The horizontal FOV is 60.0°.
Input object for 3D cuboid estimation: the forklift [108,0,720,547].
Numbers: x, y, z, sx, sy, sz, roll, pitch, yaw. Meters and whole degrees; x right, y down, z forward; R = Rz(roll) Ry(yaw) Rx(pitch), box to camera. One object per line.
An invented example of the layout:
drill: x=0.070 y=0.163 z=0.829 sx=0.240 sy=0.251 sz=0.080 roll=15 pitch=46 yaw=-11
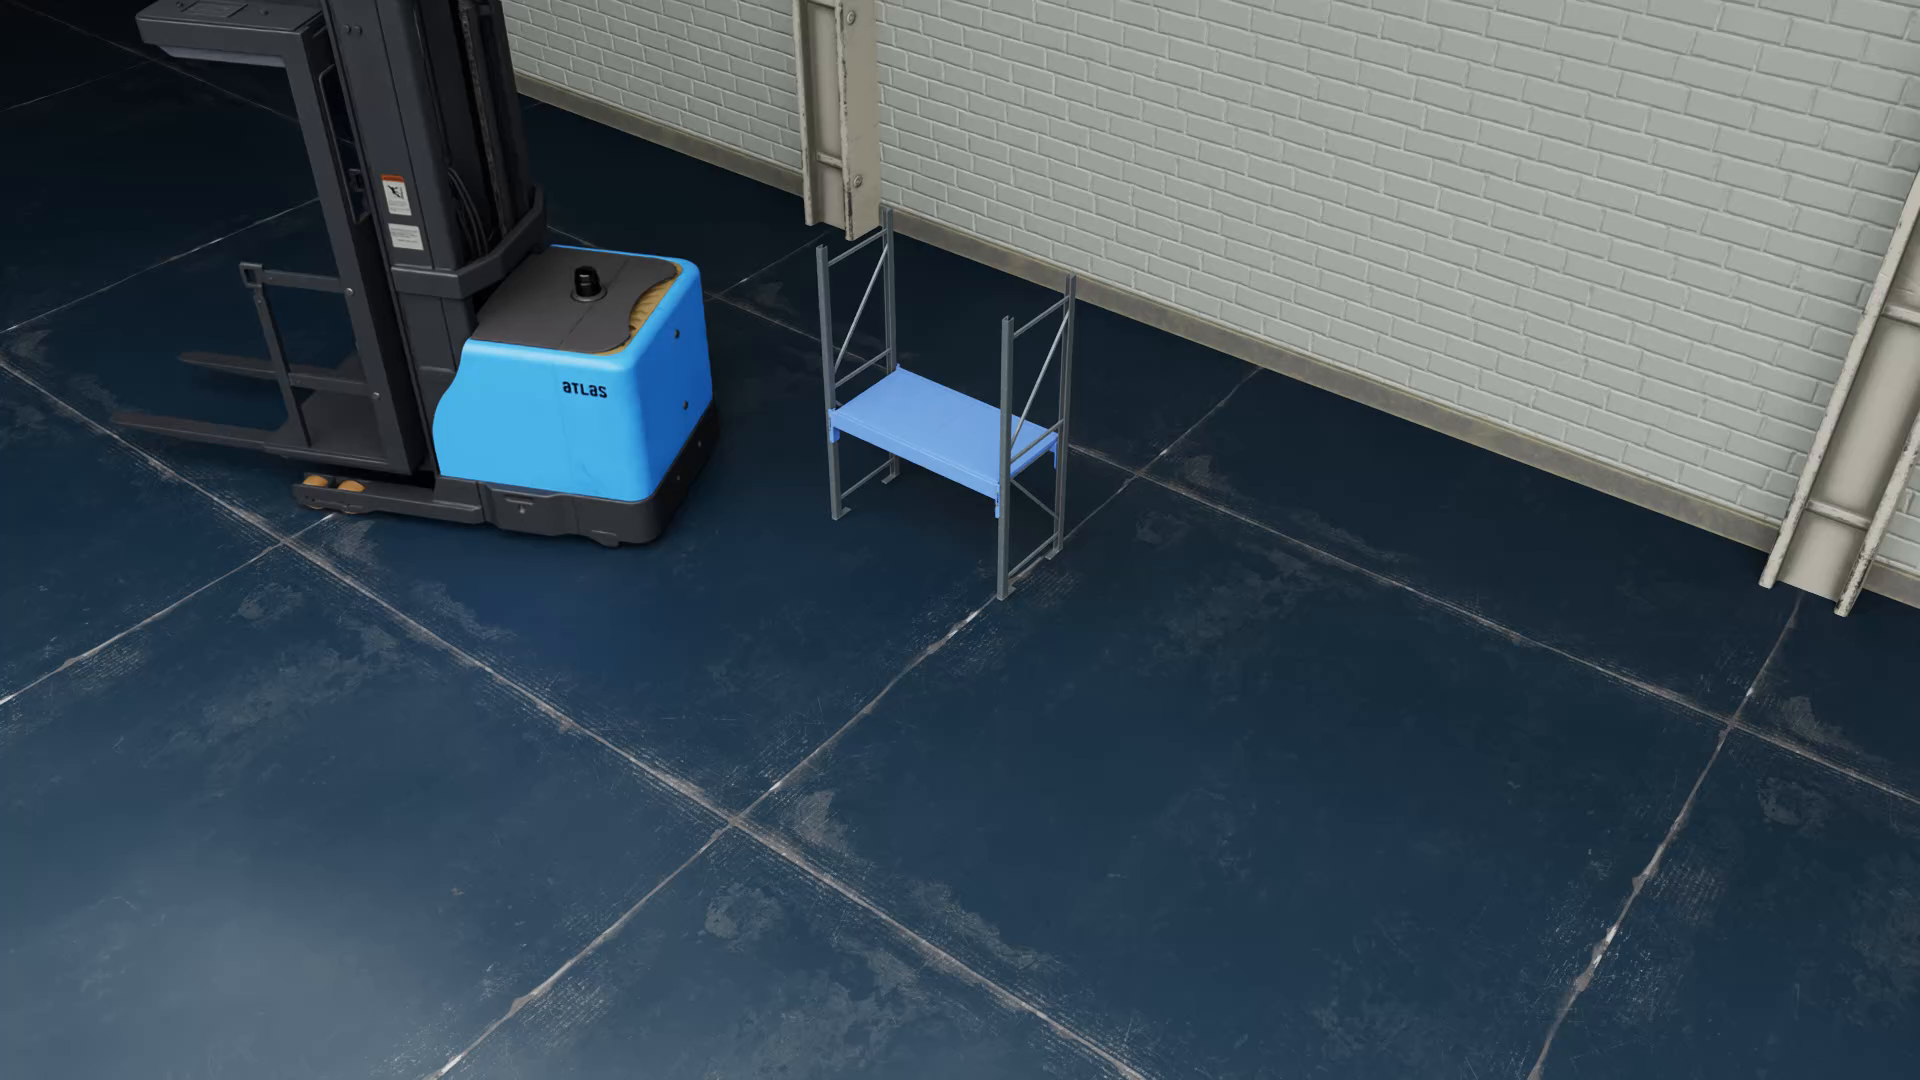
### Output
forklift: x=-2.827 y=-1.590 z=7.764 sx=3.031 sy=2.935 sz=1.130 roll=8 pitch=39 yaw=10

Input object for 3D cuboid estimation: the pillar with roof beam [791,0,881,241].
pillar with roof beam: x=-3.365 y=-3.475 z=5.250 sx=0.400 sy=9.000 sz=9.100 roll=25 pitch=45 yaw=29

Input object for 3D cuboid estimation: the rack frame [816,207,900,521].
rack frame: x=-0.472 y=-0.813 z=7.932 sx=0.032 sy=1.500 sz=0.500 roll=25 pitch=45 yaw=29

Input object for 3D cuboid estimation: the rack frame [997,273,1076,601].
rack frame: x=0.336 y=-0.432 z=7.446 sx=0.032 sy=1.500 sz=0.500 roll=25 pitch=45 yaw=29

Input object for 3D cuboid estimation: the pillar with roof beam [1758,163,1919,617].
pillar with roof beam: x=1.401 y=-1.228 z=2.380 sx=0.400 sy=9.000 sz=9.100 roll=25 pitch=45 yaw=29

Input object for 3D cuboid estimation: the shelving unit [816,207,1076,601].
shelving unit: x=-0.068 y=-0.622 z=7.689 sx=1.048 sy=1.500 sz=0.538 roll=25 pitch=45 yaw=29

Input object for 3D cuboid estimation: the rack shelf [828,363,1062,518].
rack shelf: x=-0.068 y=-0.481 z=7.800 sx=1.000 sy=0.185 sz=0.538 roll=25 pitch=45 yaw=29
